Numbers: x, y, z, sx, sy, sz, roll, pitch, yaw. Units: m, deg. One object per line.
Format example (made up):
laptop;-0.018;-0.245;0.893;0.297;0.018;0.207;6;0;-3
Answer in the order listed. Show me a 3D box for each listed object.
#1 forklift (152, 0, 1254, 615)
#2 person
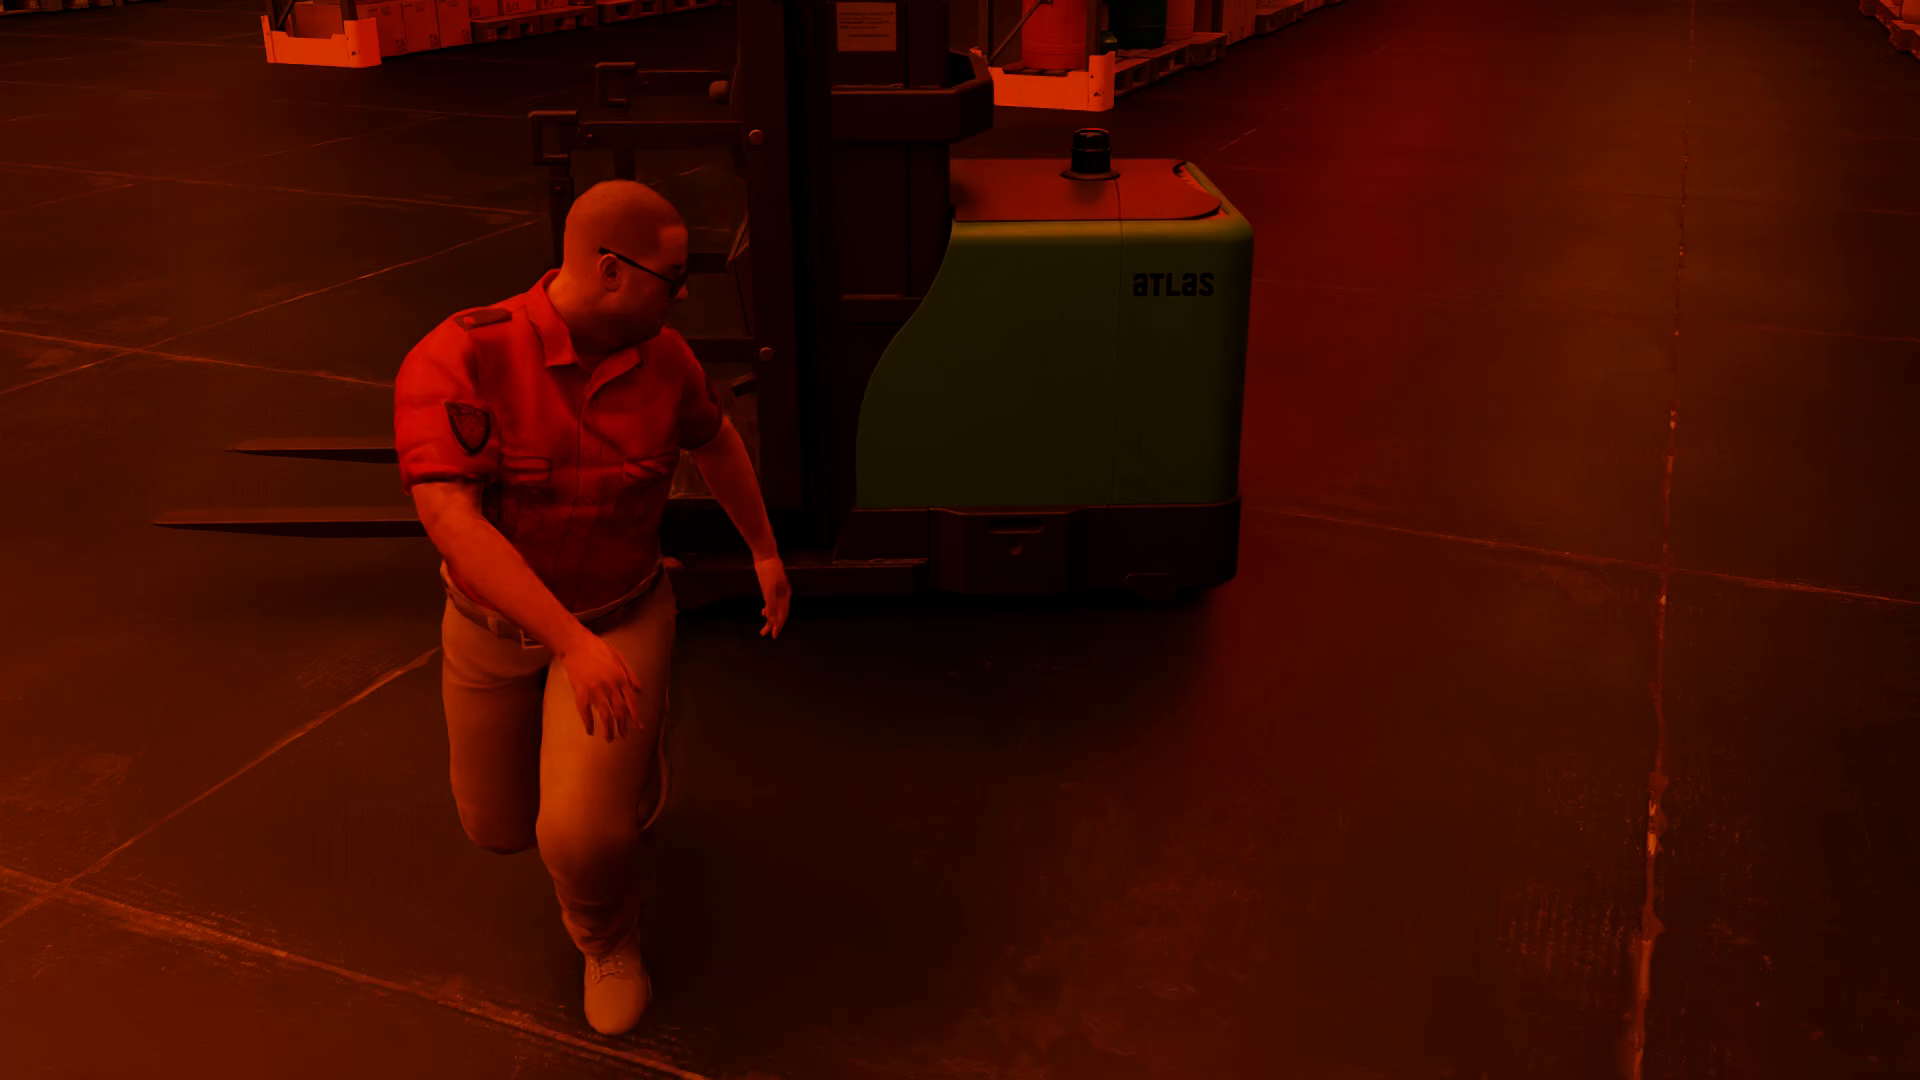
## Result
forklift;-0.749;-1.342;4.504;3.031;2.935;1.130;-1;23;-2
person;-0.619;0.102;2.987;0.636;1.503;0.897;-3;23;-7
